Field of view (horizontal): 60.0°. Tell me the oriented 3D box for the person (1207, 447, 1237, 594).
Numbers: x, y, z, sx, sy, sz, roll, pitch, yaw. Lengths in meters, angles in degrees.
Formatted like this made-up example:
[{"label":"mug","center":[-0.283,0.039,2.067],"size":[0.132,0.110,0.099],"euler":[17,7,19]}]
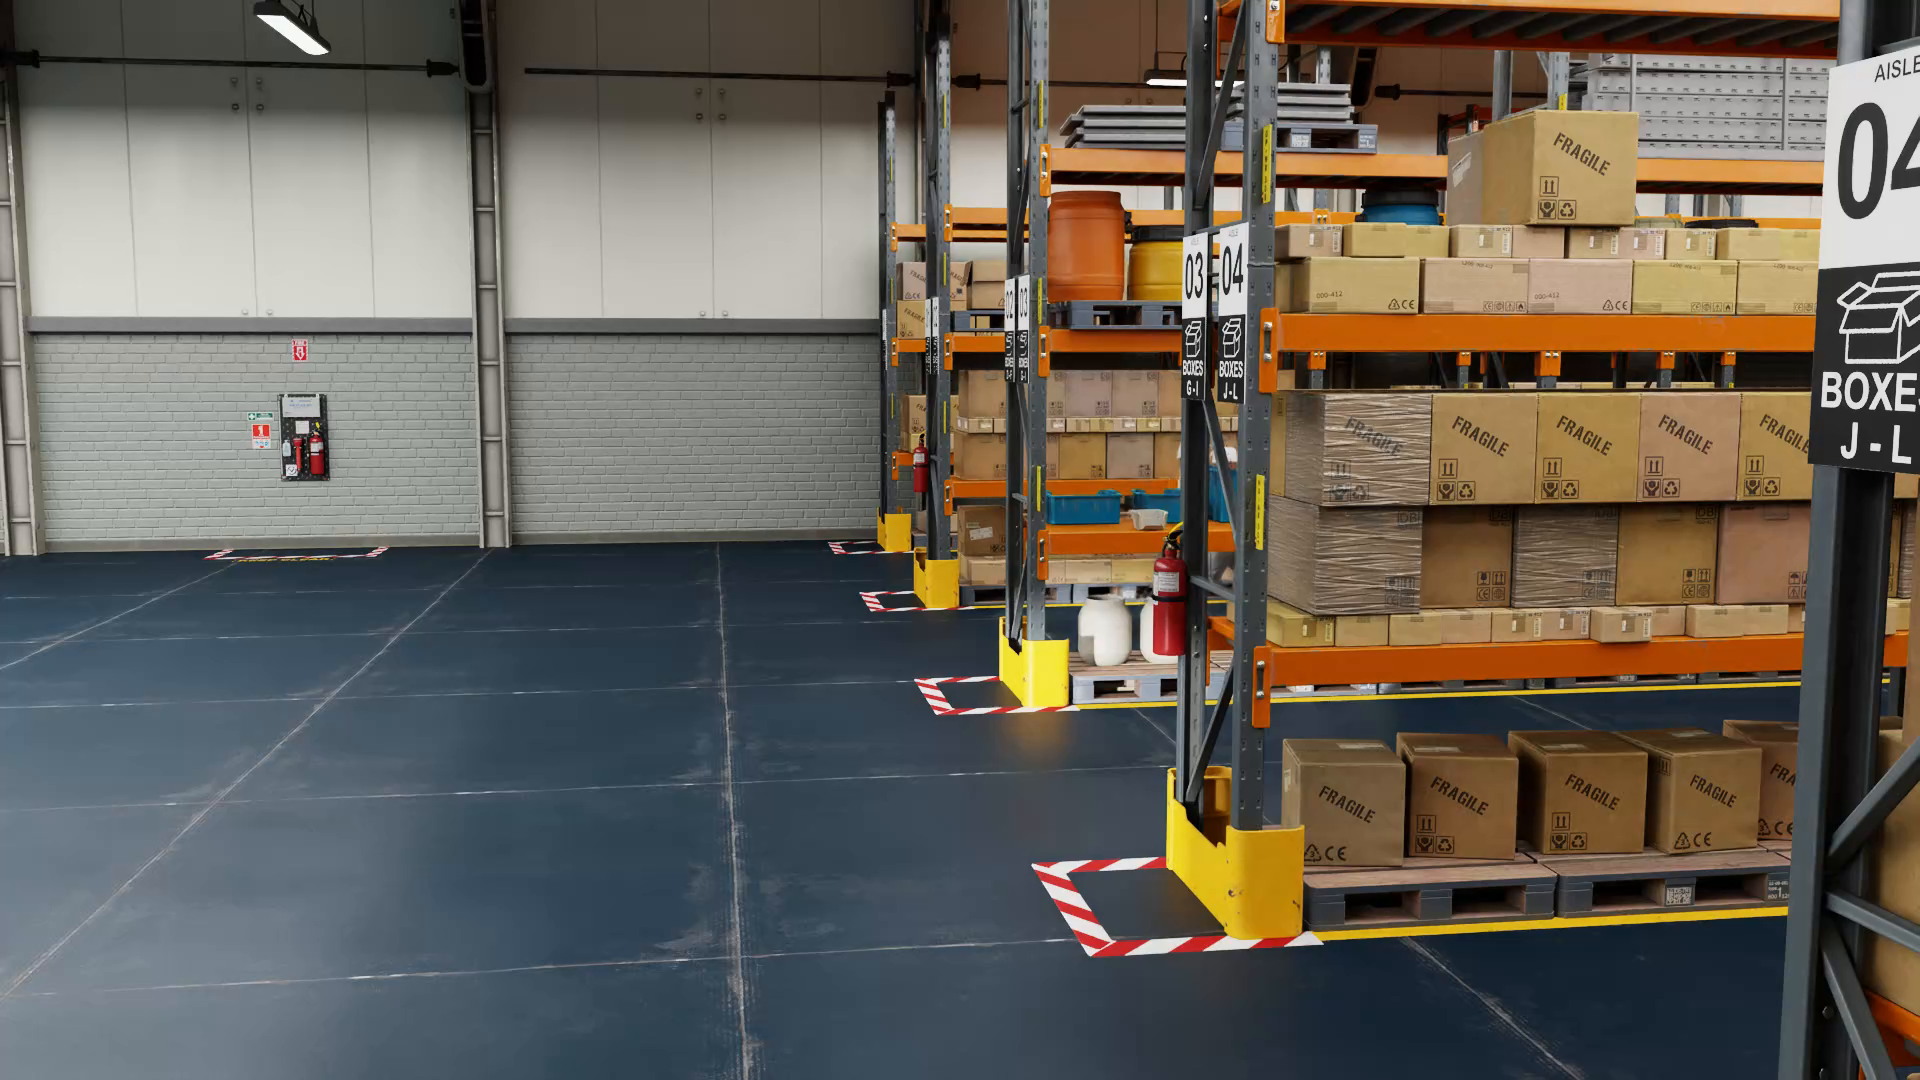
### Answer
[{"label":"person","center":[2.575,-0.026,15.915],"size":[1.059,1.723,0.575],"euler":[0,6,0]}]
